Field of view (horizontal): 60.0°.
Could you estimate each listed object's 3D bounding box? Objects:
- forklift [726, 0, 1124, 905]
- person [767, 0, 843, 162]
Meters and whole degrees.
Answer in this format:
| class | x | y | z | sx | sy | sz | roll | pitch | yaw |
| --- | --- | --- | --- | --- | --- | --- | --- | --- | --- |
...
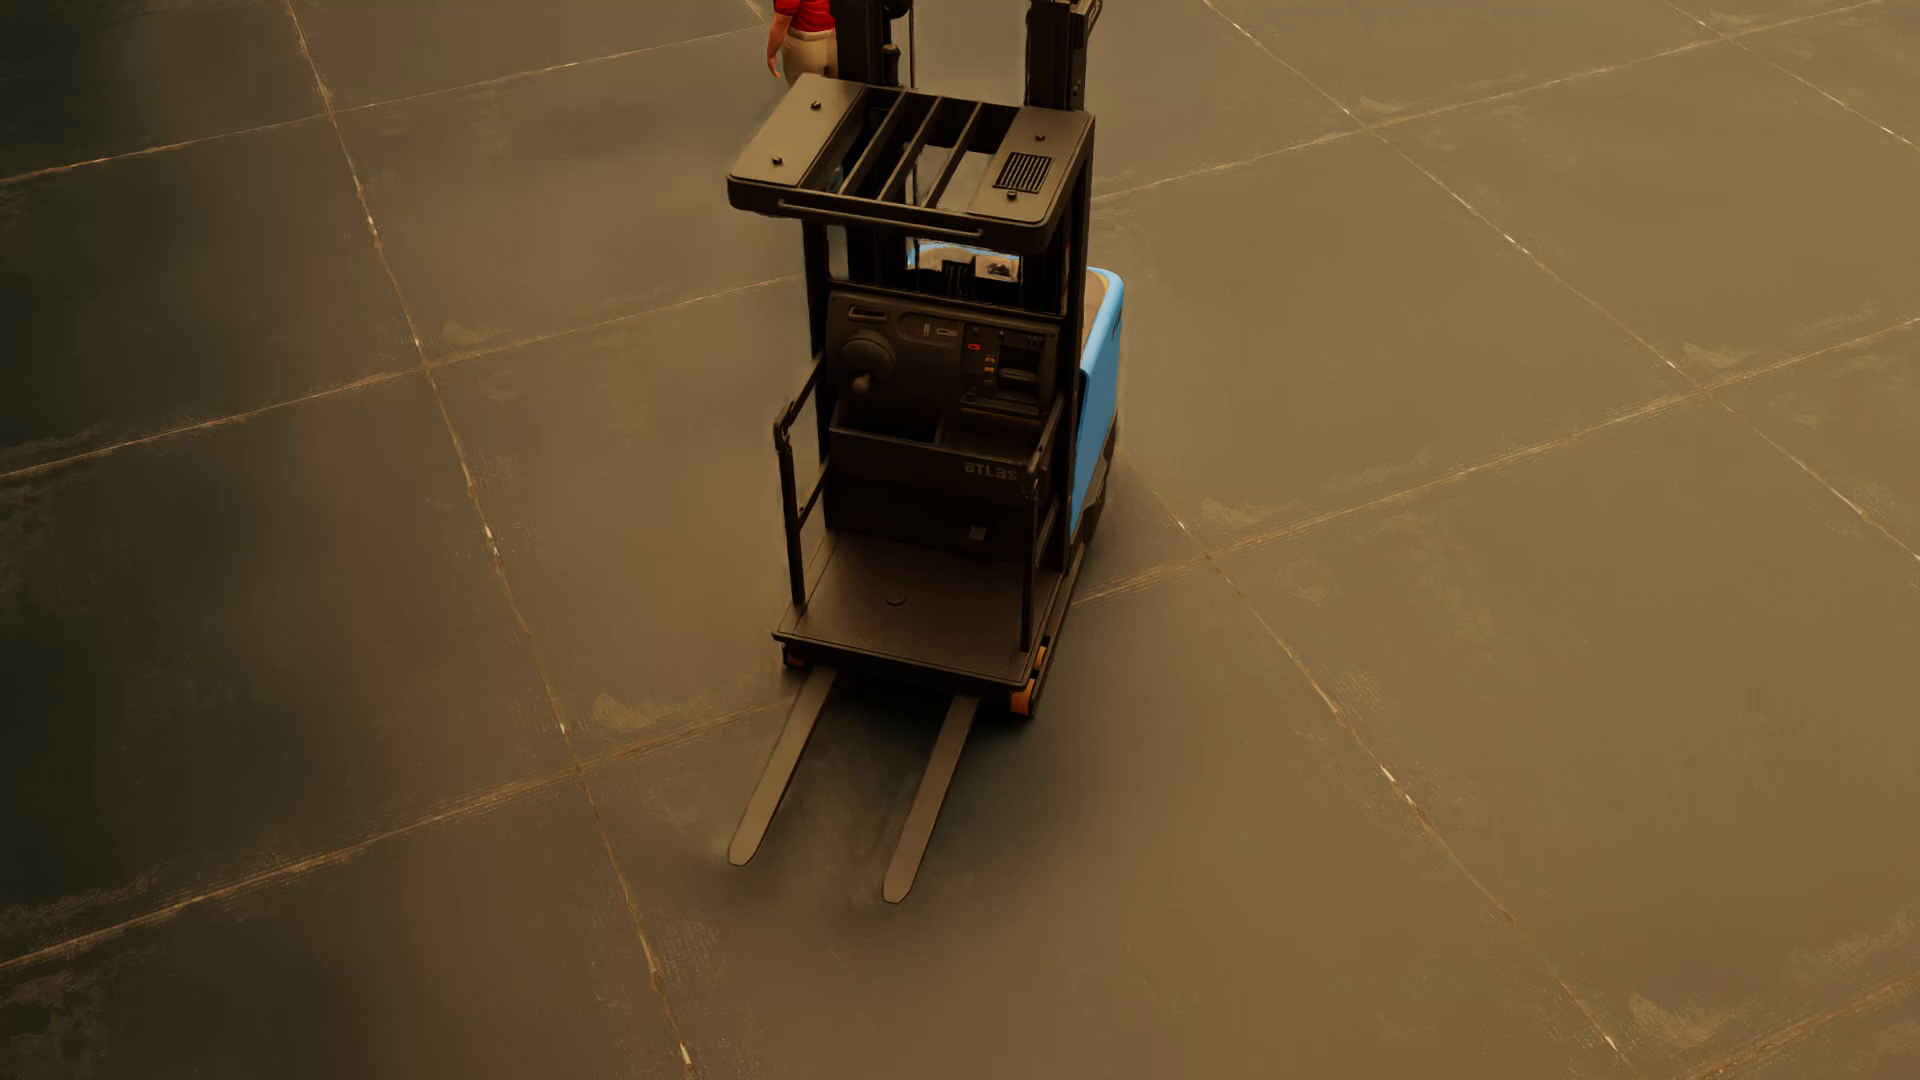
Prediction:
| class | x | y | z | sx | sy | sz | roll | pitch | yaw |
| --- | --- | --- | --- | --- | --- | --- | --- | --- | --- |
| forklift | -0.133 | -0.633 | 6.358 | 1.130 | 2.935 | 3.031 | 11 | 44 | 11 |
| person | -0.879 | -2.911 | 9.669 | 0.640 | 1.727 | 0.551 | -26 | 49 | -25 |
